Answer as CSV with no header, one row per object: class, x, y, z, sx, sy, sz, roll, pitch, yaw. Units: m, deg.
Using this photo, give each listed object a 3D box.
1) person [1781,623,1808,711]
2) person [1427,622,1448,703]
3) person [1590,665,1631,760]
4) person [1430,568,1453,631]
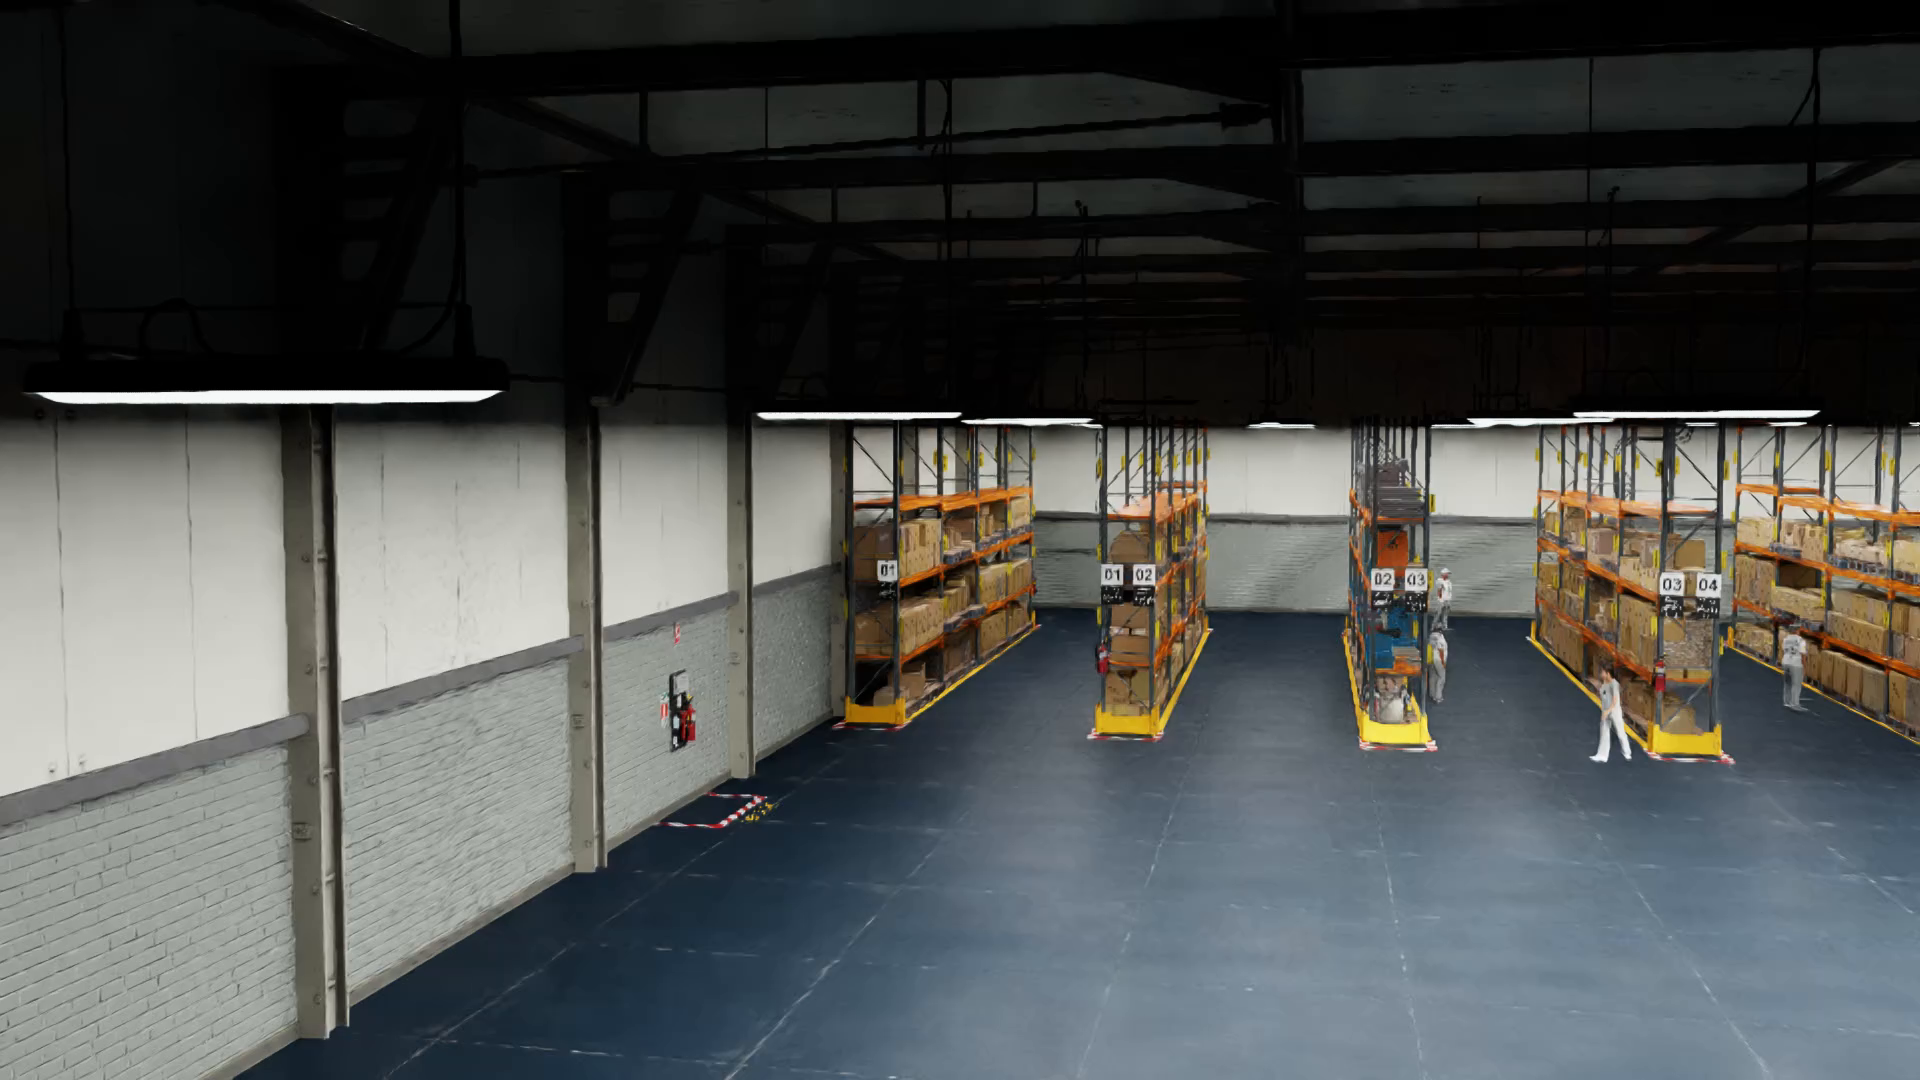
person,17.048,2.574,33.936,0.475,1.761,0.595,-1,4,-20
person,10.073,2.584,35.084,0.404,1.732,0.559,-1,4,-15
person,11.277,2.989,28.737,0.691,1.645,0.484,-1,4,-15
person,13.643,1.698,47.132,0.704,1.784,0.477,-3,5,-40
